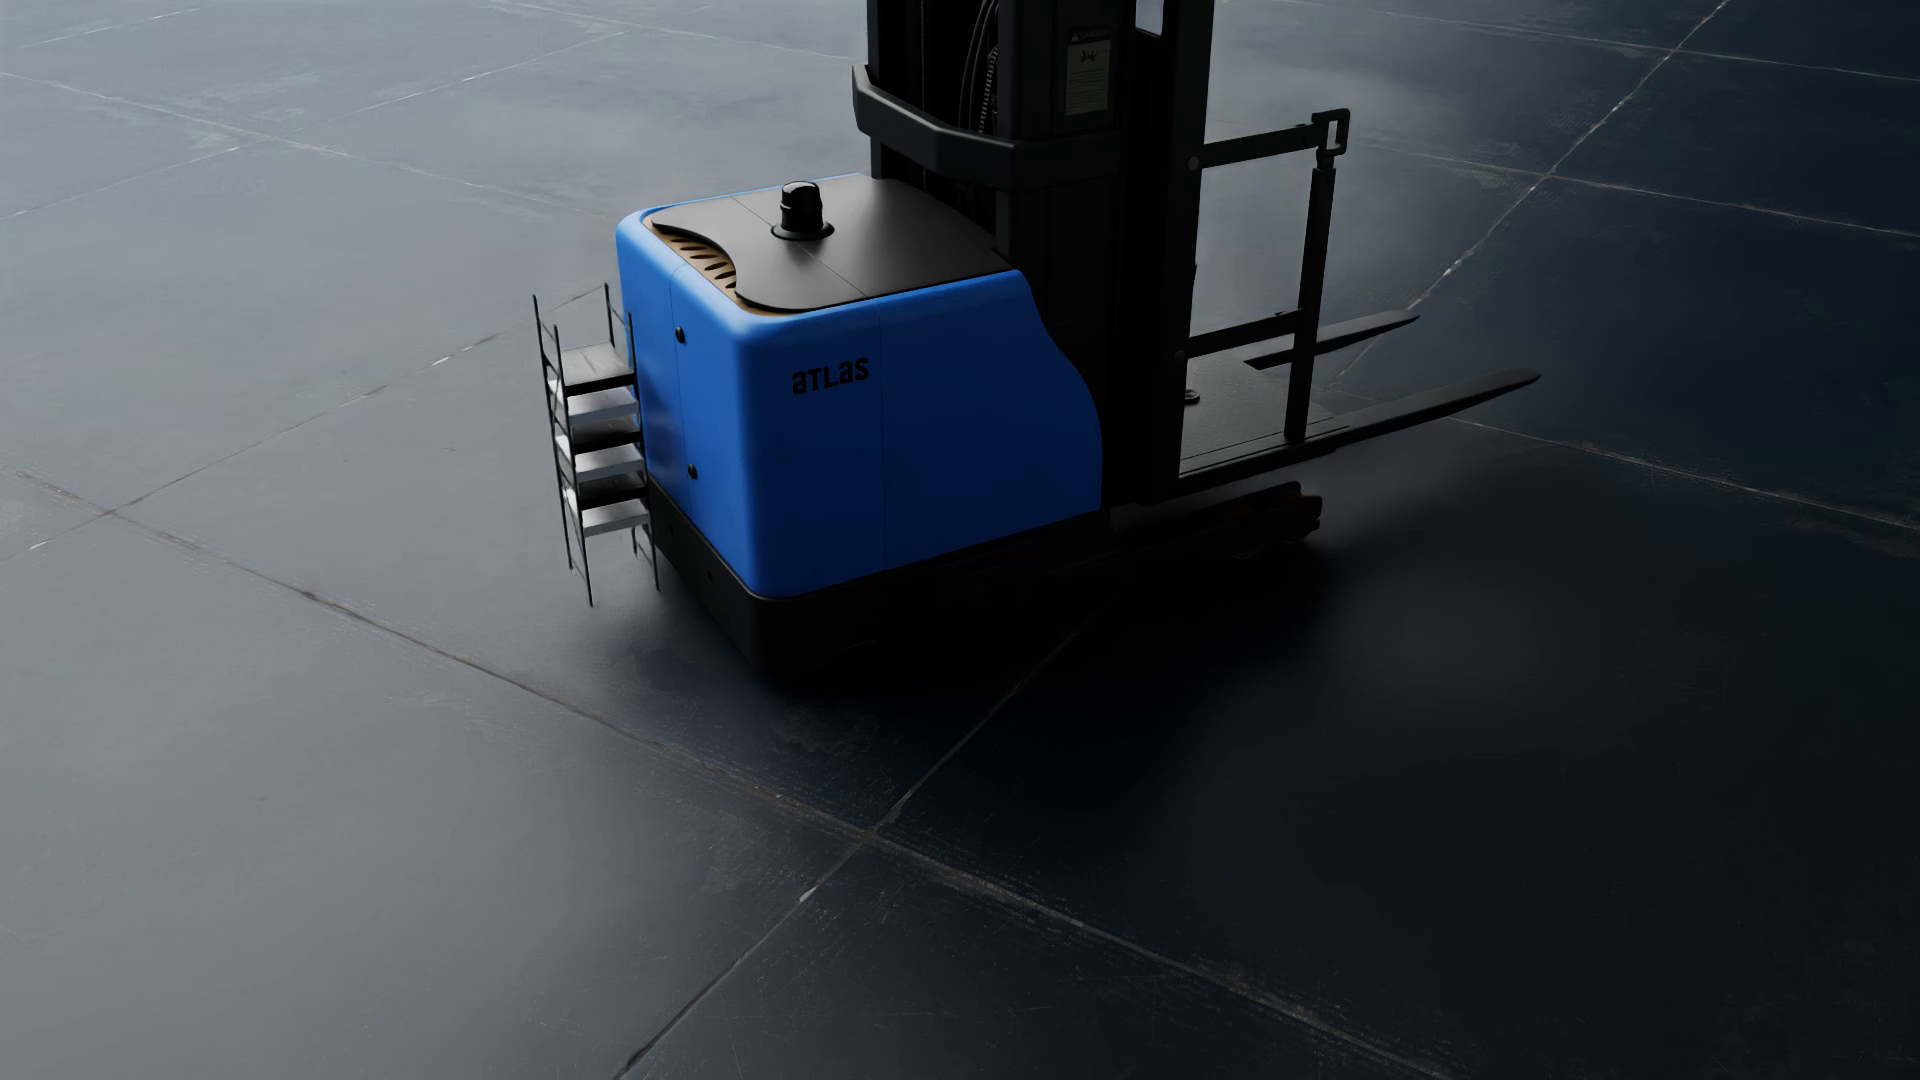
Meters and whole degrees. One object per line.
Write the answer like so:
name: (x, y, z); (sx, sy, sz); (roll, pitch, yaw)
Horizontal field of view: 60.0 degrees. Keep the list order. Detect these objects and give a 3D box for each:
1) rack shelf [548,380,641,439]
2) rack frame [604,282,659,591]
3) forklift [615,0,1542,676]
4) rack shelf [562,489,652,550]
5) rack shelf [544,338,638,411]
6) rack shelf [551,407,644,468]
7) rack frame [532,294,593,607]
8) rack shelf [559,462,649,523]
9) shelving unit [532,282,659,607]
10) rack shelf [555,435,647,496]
rack shelf: (-1.045, -0.392, 4.732); (0.200, 0.077, 0.258); (-14, 34, -23)
rack frame: (-0.956, -0.290, 4.848); (0.006, 0.900, 0.240); (-14, 34, -23)
forklift: (0.548, -1.422, 4.778); (3.031, 2.935, 1.130); (-16, 34, -25)
rack shelf: (-1.048, -0.084, 4.919); (0.200, 0.077, 0.258); (-14, 34, -23)
rack shelf: (-1.045, -0.469, 4.686); (0.200, 0.077, 0.258); (-14, 34, -23)
rack shelf: (-1.046, -0.315, 4.779); (0.200, 0.077, 0.258); (-14, 34, -23)
rack frame: (-1.137, -0.244, 4.769); (0.006, 0.900, 0.240); (-14, 34, -23)
rack shelf: (-1.047, -0.161, 4.873); (0.200, 0.077, 0.258); (-14, 34, -23)
shelving unit: (-1.046, -0.267, 4.809); (0.210, 0.900, 0.258); (-14, 34, -23)
rack shelf: (-1.047, -0.238, 4.826); (0.200, 0.077, 0.258); (-14, 34, -23)
